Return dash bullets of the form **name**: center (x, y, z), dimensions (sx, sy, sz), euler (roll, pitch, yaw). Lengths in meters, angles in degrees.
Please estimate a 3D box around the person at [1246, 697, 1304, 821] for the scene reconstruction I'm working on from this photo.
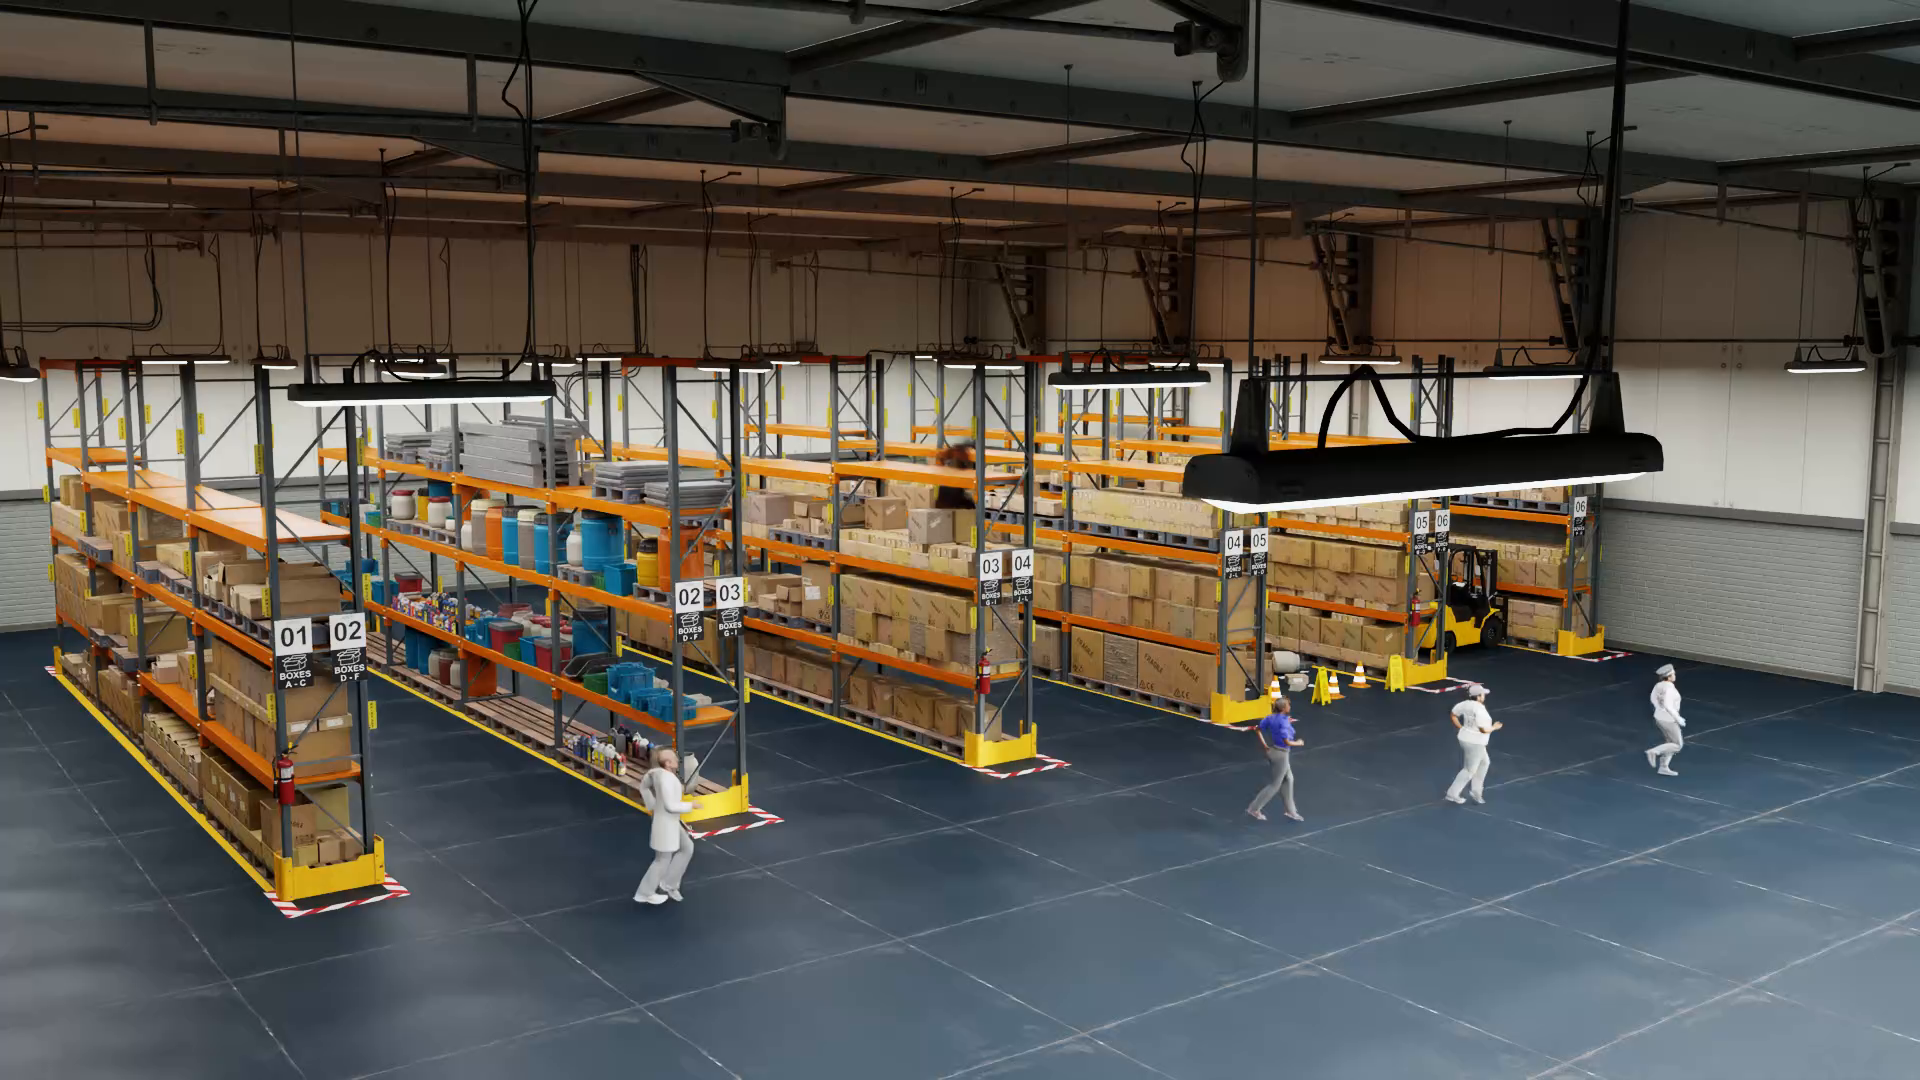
- **person**: center (4.158, 2.908, 21.808), dimensions (0.837, 1.680, 0.567), euler (-1, 7, -10)

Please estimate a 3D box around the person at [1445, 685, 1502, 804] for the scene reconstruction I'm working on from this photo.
- **person**: center (6.971, 2.814, 22.609), dimensions (0.746, 1.725, 0.583), euler (-1, 7, -5)

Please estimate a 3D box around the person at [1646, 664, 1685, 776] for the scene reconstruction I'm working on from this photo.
- **person**: center (10.247, 2.622, 24.202), dimensions (0.555, 1.653, 0.626), euler (0, 7, -2)

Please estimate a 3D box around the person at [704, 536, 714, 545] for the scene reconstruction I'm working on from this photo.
- **person**: center (-6.142, 0.656, 40.236), dimensions (0.719, 1.739, 0.590), euler (2, 7, 17)

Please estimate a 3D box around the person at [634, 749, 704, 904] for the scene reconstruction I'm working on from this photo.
- **person**: center (-3.267, 3.236, 18.642), dimensions (0.799, 1.813, 0.695), euler (-1, 7, -12)
